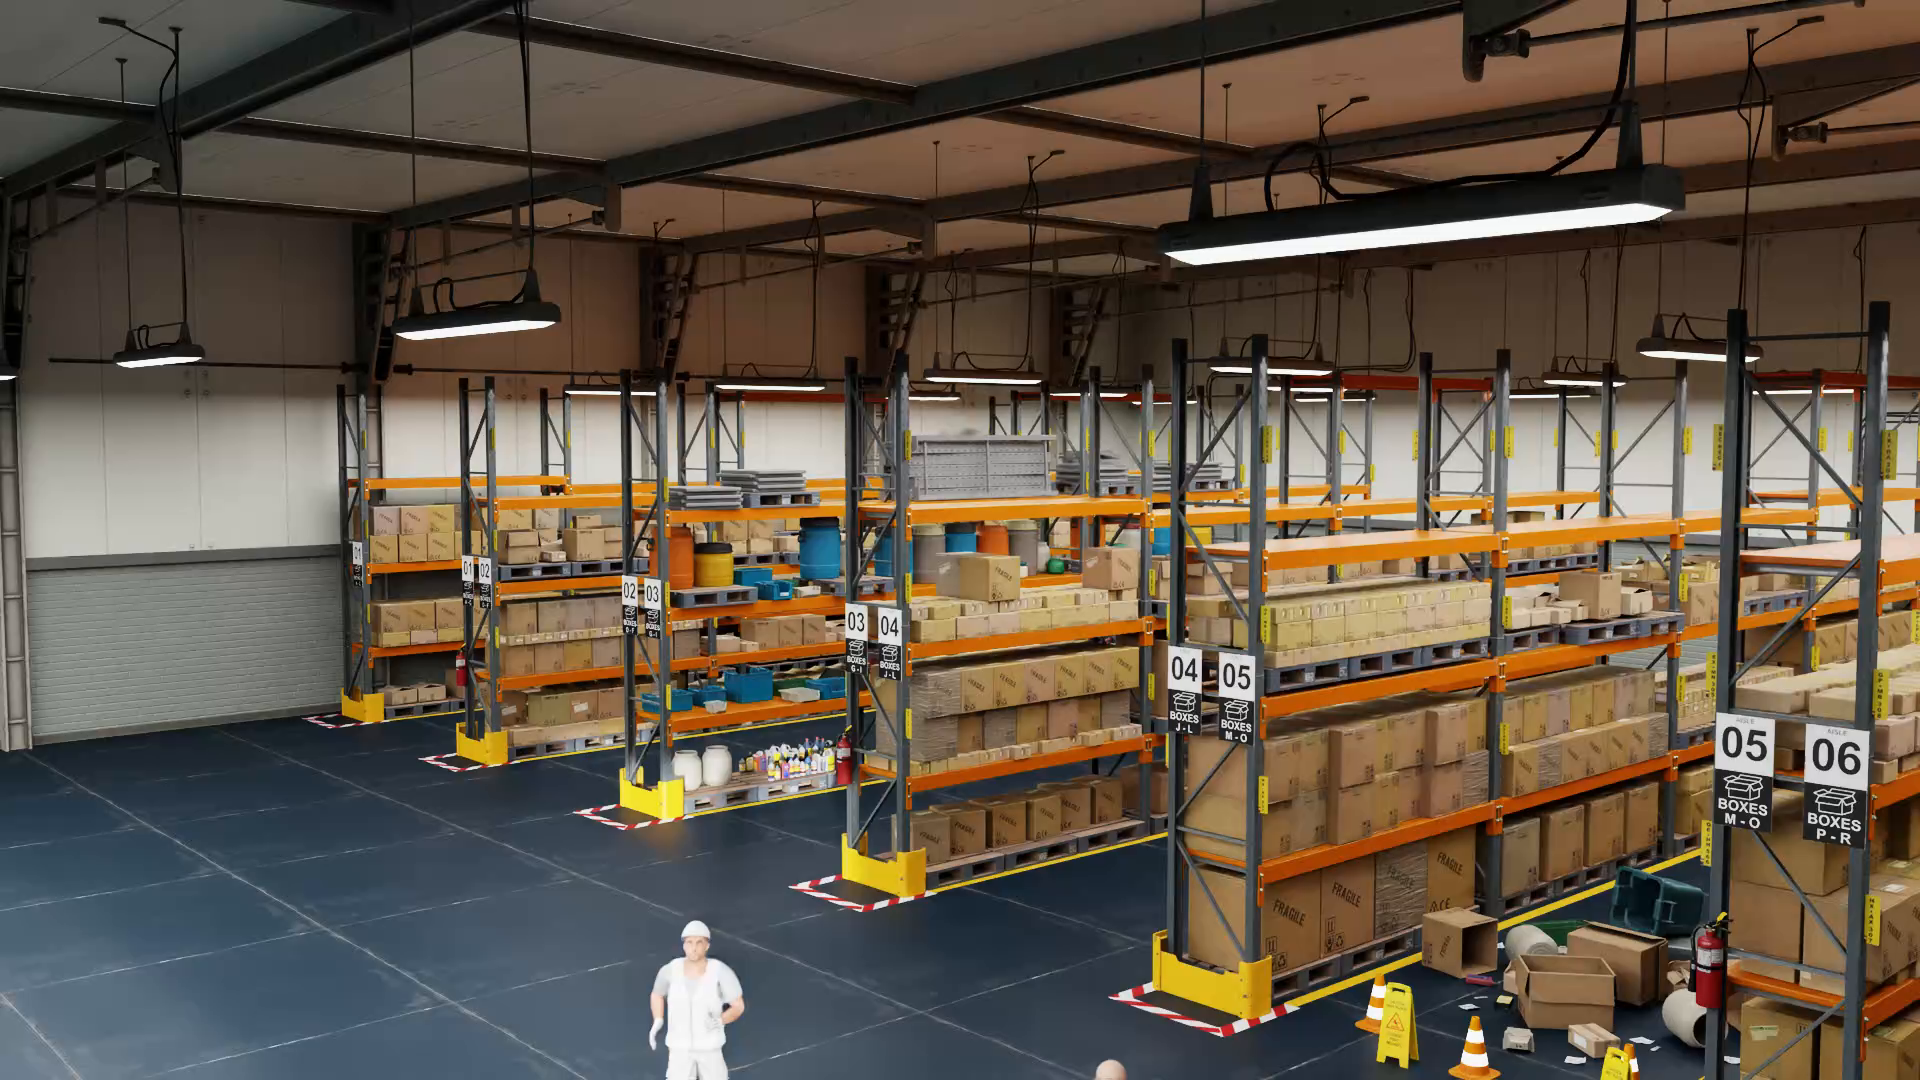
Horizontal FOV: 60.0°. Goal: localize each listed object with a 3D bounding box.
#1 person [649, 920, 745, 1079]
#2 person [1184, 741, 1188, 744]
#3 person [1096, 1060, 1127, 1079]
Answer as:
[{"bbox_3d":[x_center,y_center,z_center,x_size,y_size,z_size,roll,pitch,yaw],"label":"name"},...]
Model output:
[{"bbox_3d":[-1.832,3.520,11.558,0.670,1.765,0.914,0,4,-2],"label":"person"},{"bbox_3d":[3.556,2.486,26.843,0.704,1.813,0.906,3,5,41],"label":"person"},{"bbox_3d":[0.854,3.684,9.081,0.751,1.781,0.893,0,4,0],"label":"person"}]
